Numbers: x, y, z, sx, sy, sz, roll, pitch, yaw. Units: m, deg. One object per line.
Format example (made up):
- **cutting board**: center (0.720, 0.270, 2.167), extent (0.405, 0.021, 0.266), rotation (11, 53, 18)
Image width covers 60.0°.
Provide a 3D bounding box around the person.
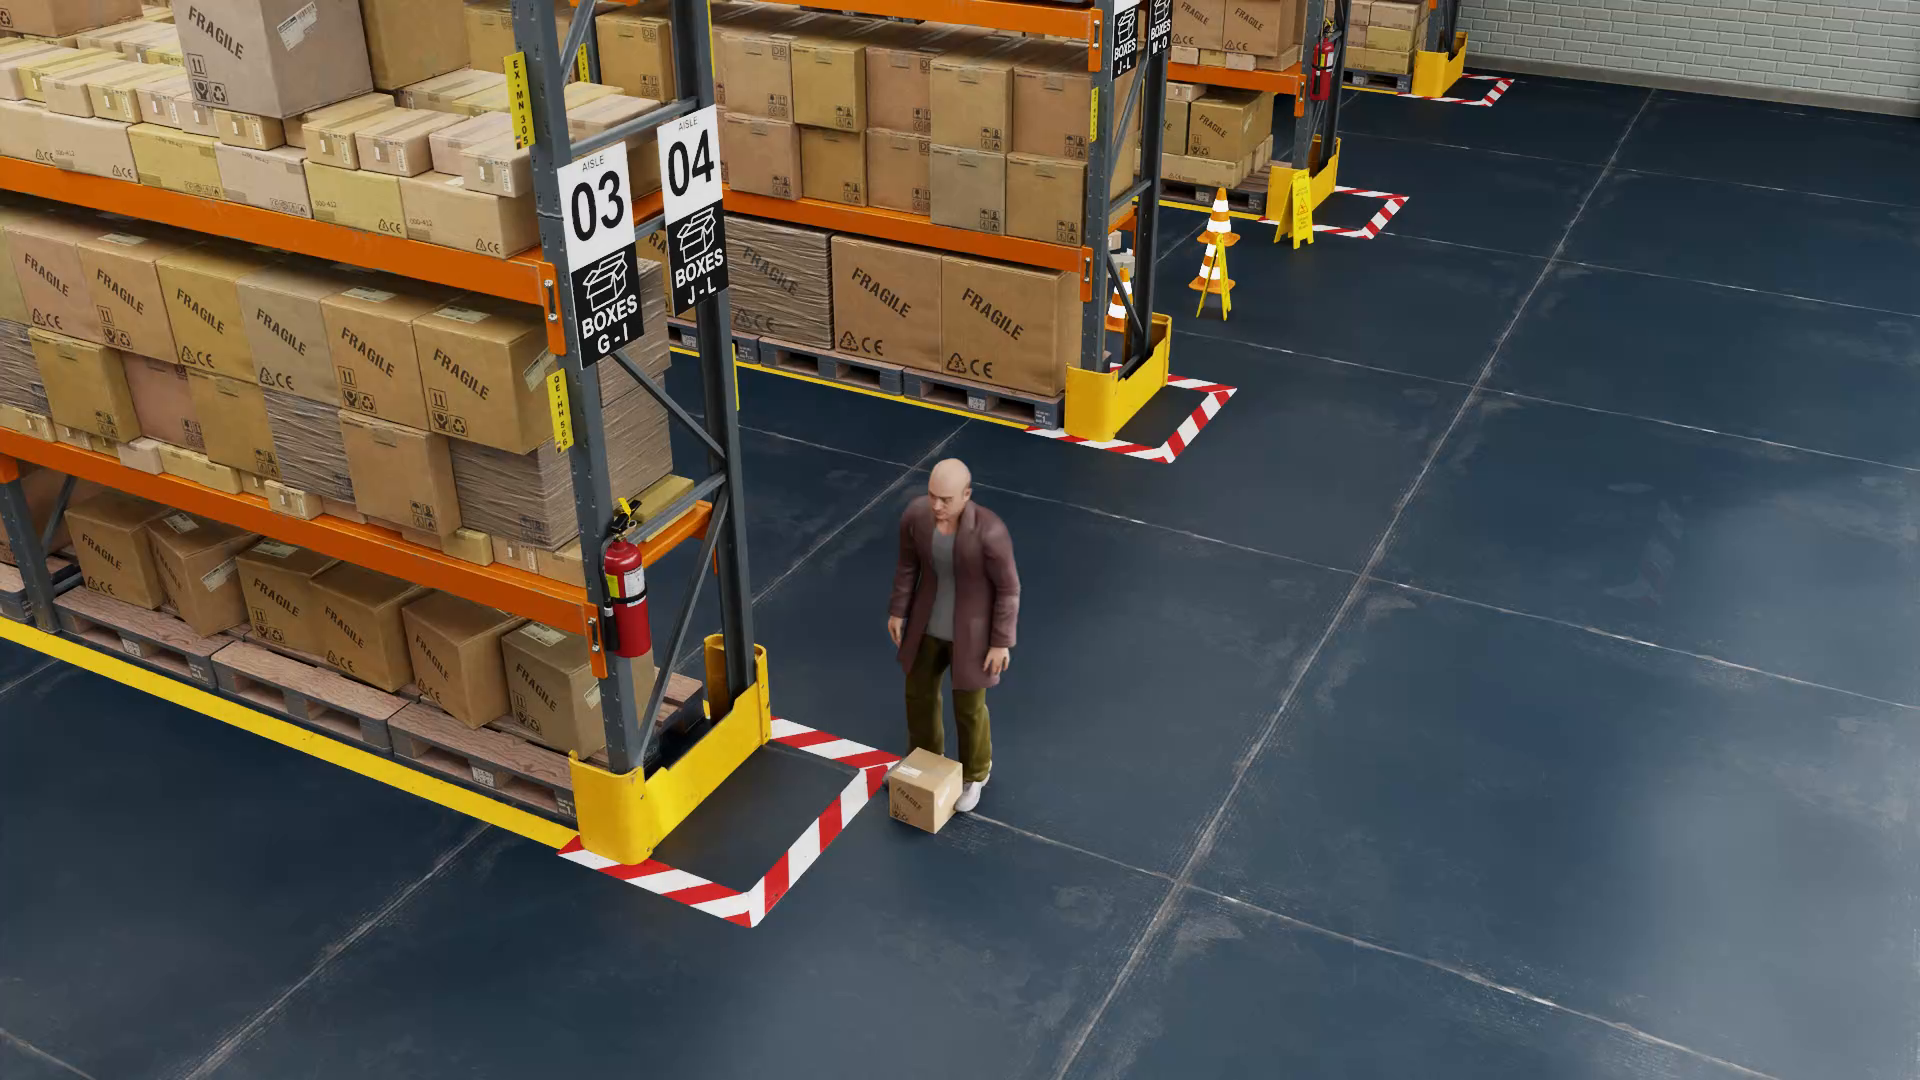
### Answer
- **person**: center (-0.045, 0.406, 7.599), extent (0.642, 1.774, 0.421), rotation (17, 34, 27)
